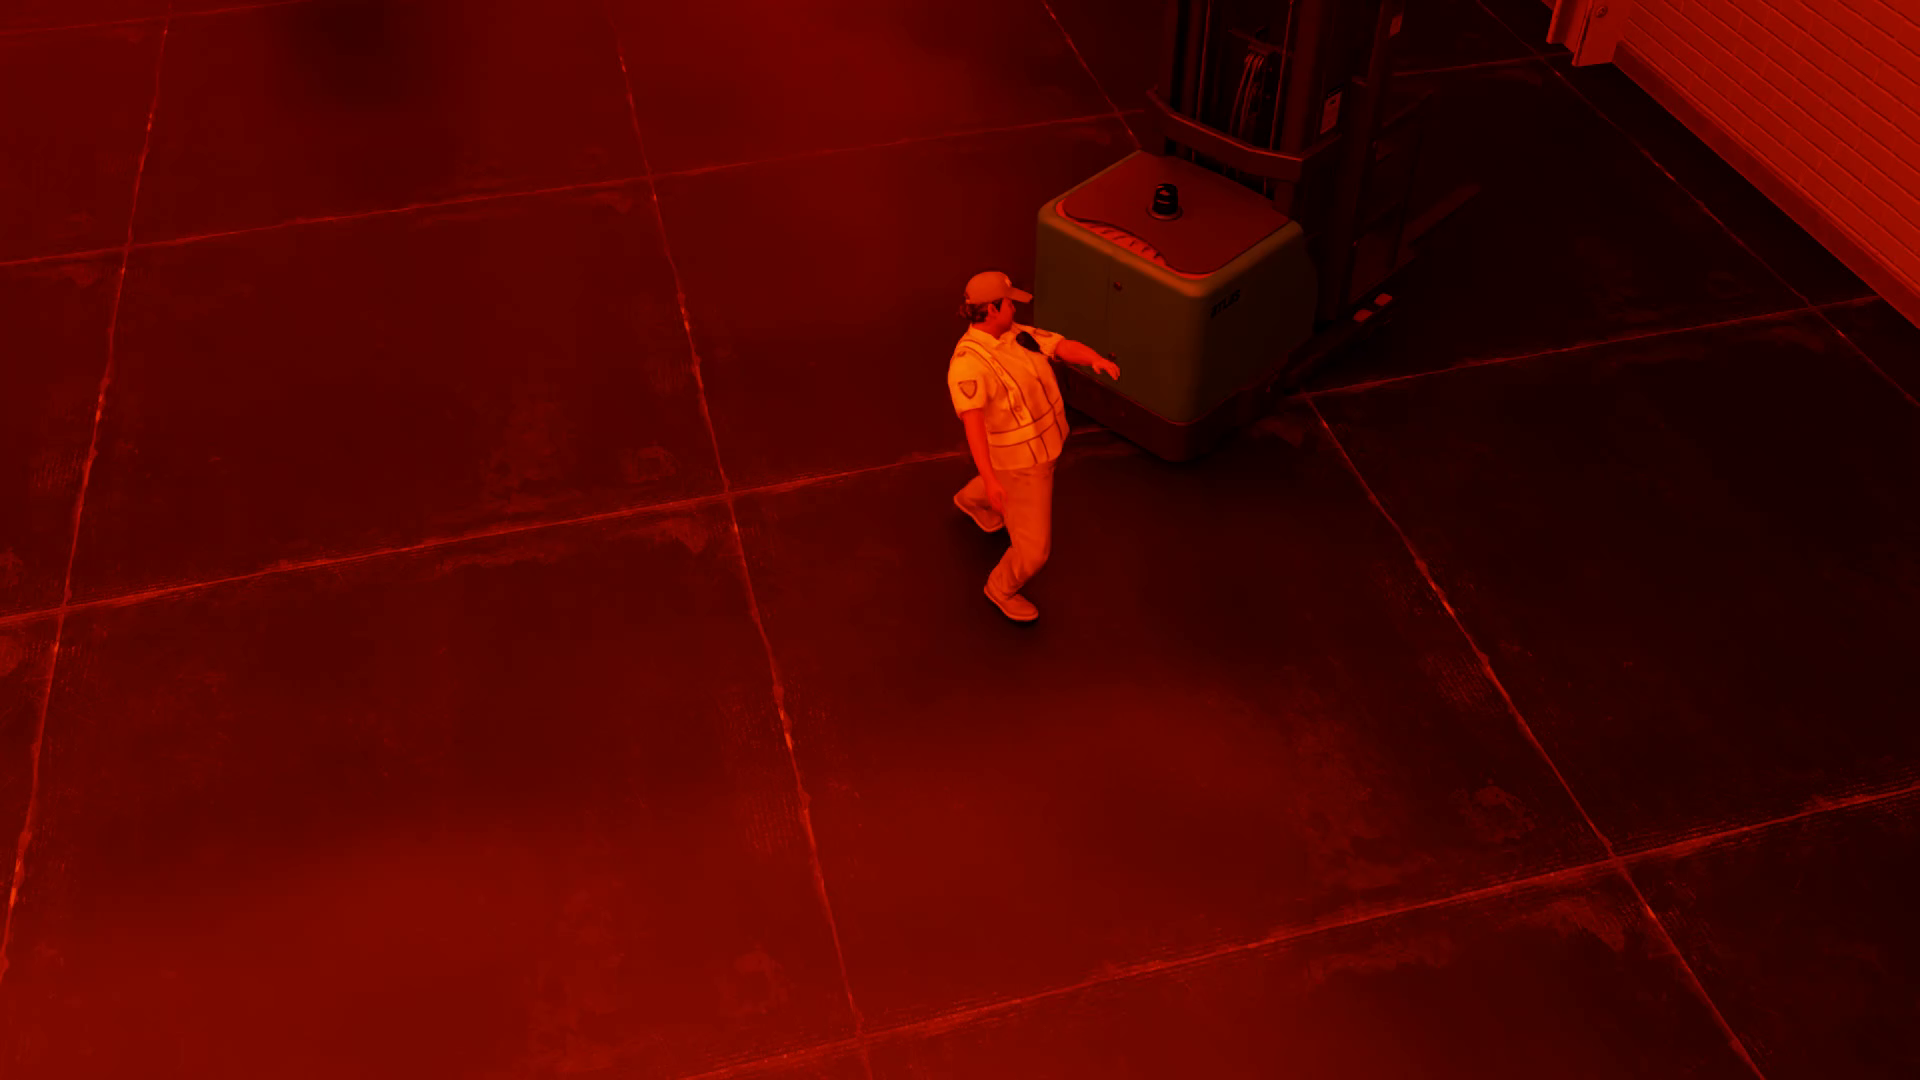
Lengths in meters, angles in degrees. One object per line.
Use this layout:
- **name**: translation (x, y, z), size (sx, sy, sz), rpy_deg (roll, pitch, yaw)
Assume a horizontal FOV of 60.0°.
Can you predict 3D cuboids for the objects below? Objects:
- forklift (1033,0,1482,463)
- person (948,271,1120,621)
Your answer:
- **forklift**: translation (1.733, -2.357, 8.139), size (1.130, 2.935, 3.031), rpy_deg (33, 53, 30)
- **person**: translation (0.254, -0.334, 7.044), size (0.782, 1.473, 0.888), rpy_deg (11, 45, 12)
